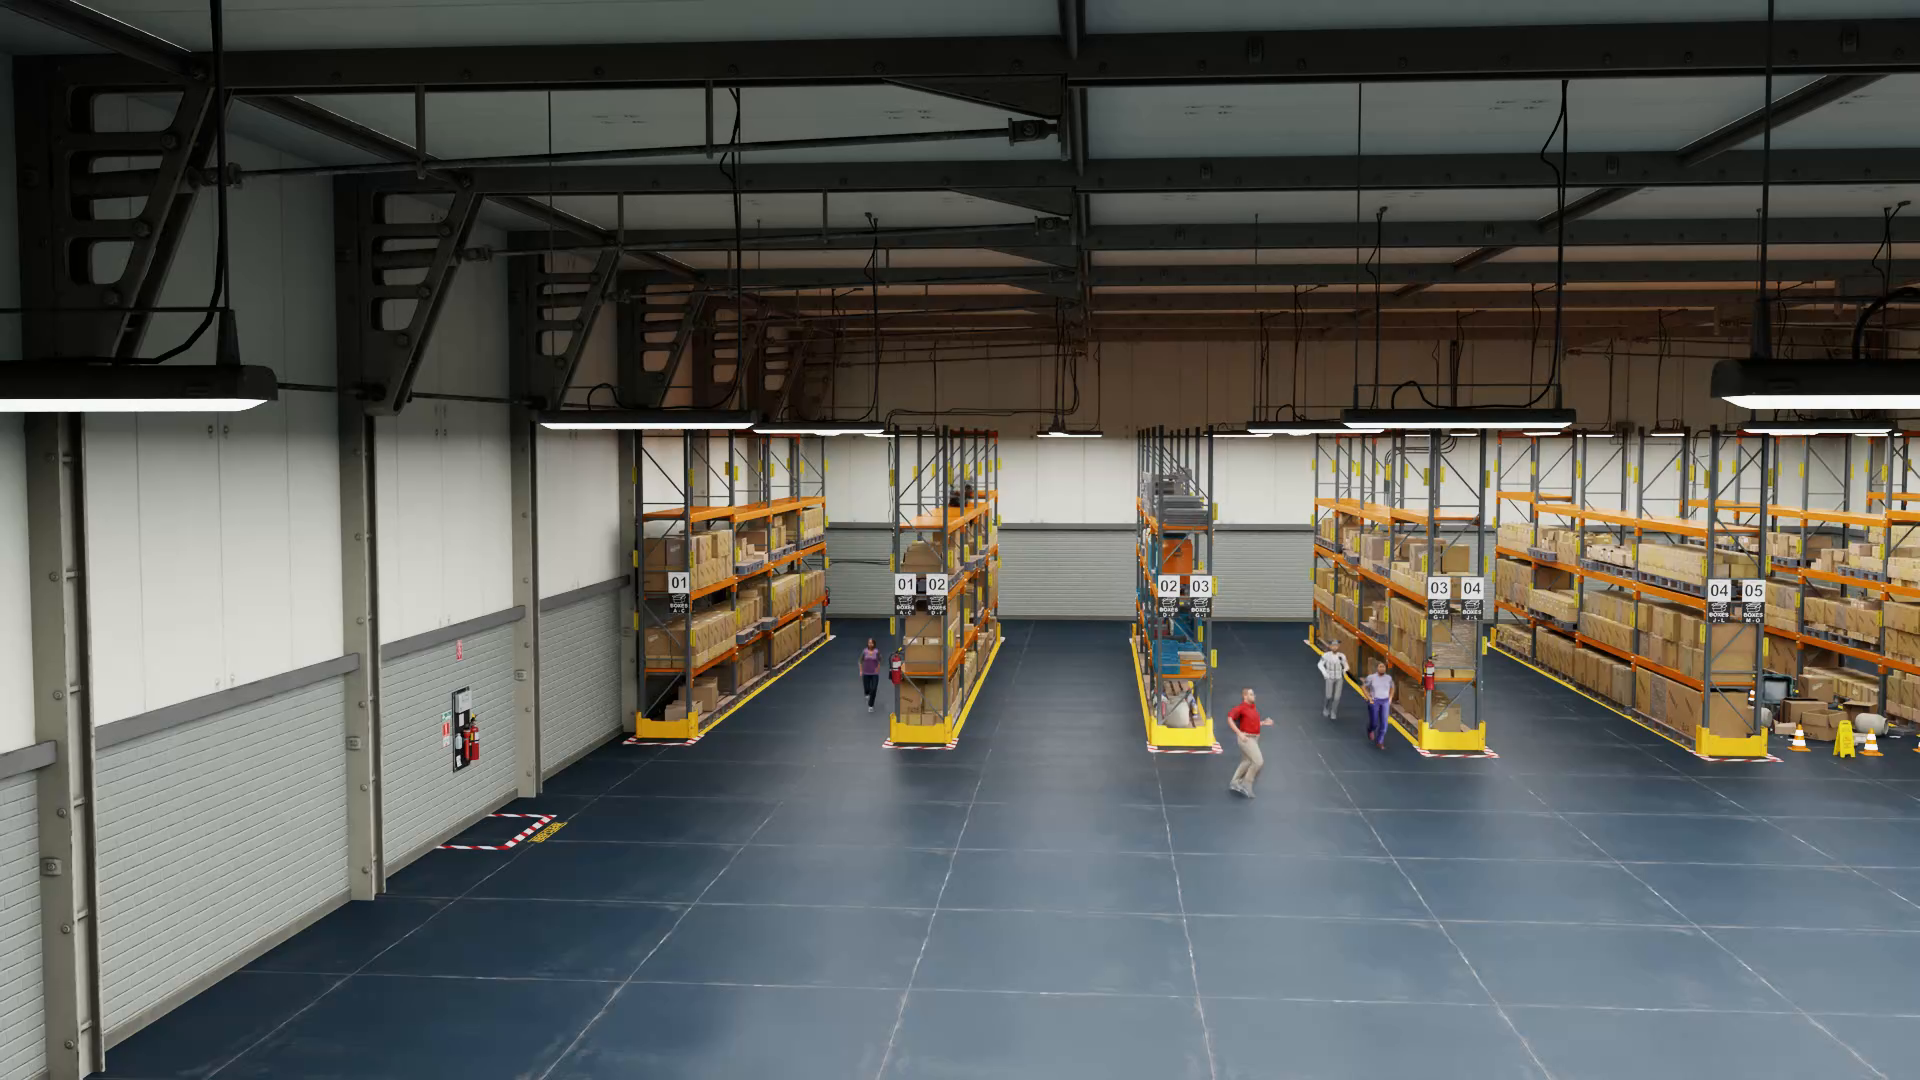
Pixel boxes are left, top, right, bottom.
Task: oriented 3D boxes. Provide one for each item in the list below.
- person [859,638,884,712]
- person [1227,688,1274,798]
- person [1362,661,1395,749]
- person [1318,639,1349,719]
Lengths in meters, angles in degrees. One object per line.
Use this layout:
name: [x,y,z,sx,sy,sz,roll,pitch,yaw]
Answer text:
person: [-1.881,2.843,35.171,0.531,1.559,0.549,0,3,-2]
person: [4.672,3.275,26.755,0.716,1.776,0.642,2,4,27]
person: [7.817,3.061,30.991,0.623,1.598,0.687,0,3,2]
person: [7.665,2.846,34.035,0.617,1.656,0.543,0,3,7]
